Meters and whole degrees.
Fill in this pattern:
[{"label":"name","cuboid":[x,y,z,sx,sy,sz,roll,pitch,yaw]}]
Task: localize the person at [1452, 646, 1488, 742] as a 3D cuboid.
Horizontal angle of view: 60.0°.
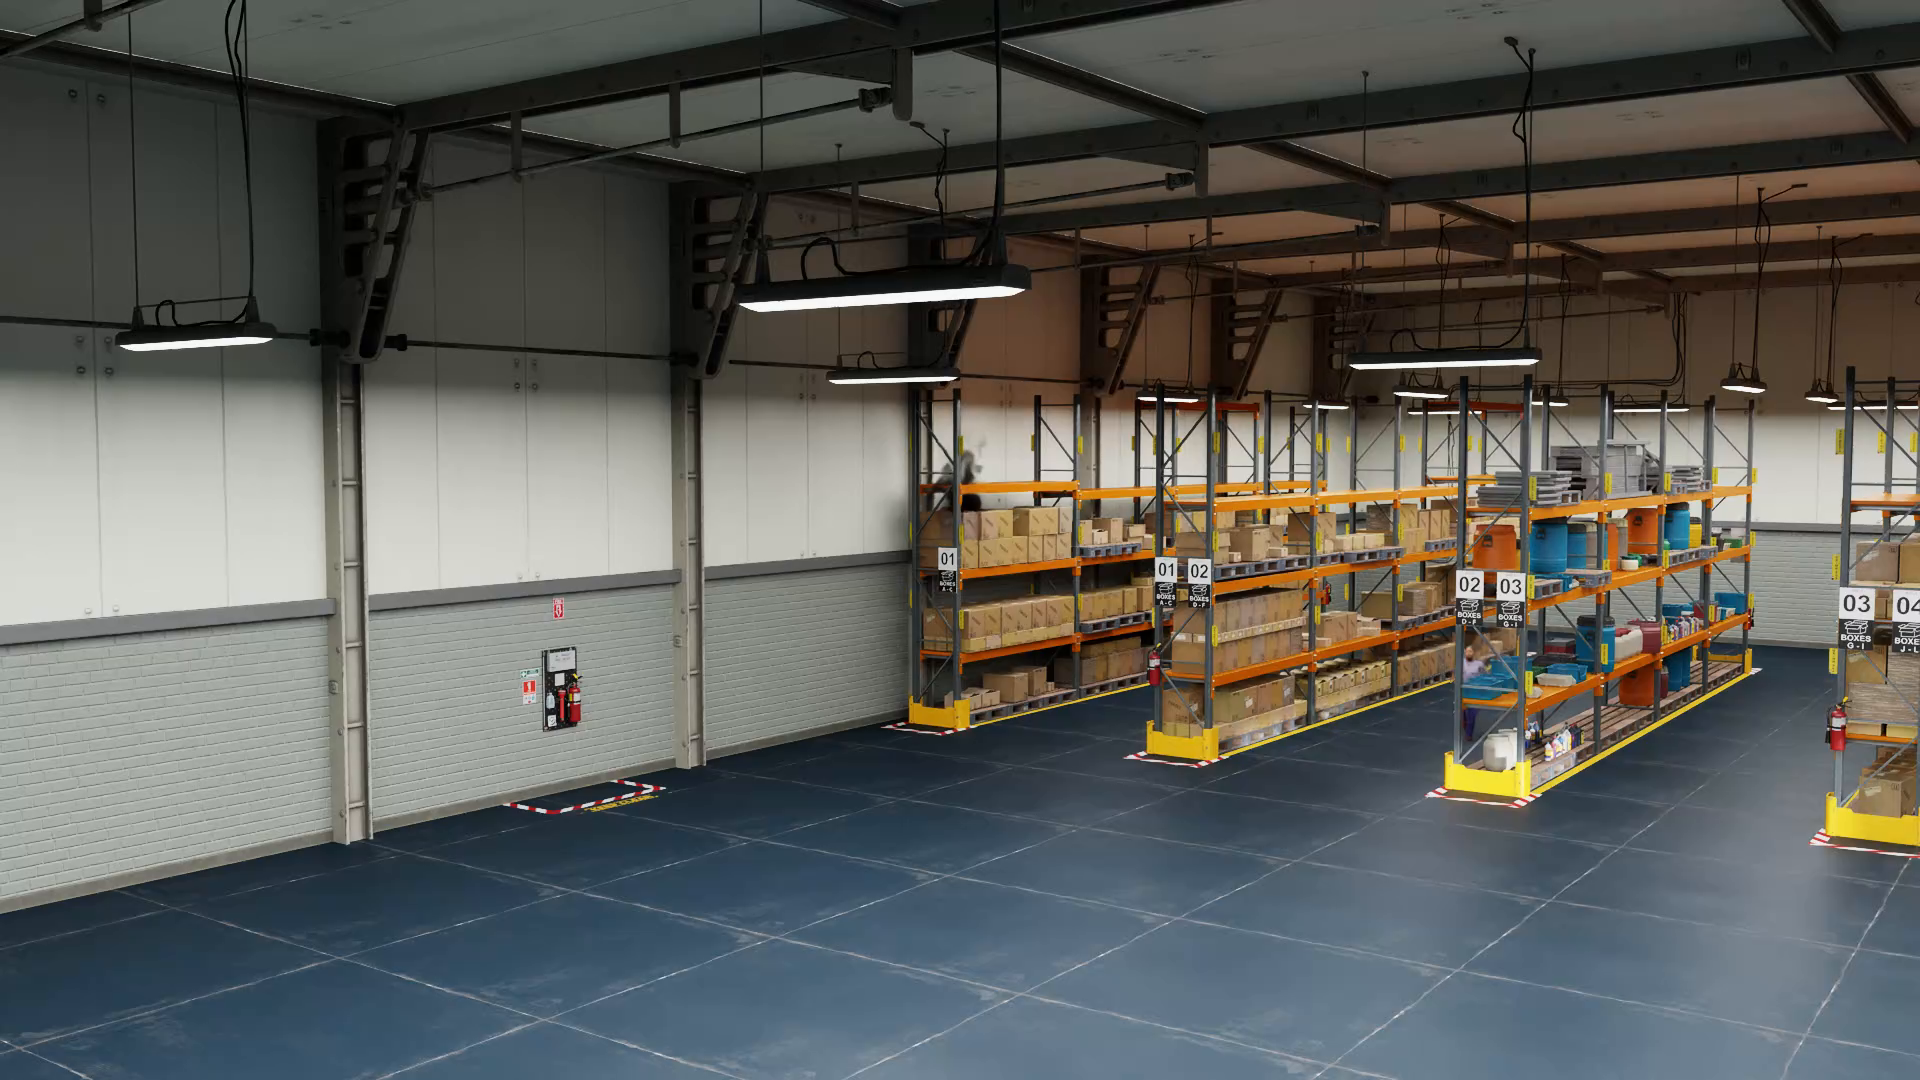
[{"label":"person","cuboid":[8.677,2.597,28.319,0.609,1.606,0.584,1,4,23]}]
